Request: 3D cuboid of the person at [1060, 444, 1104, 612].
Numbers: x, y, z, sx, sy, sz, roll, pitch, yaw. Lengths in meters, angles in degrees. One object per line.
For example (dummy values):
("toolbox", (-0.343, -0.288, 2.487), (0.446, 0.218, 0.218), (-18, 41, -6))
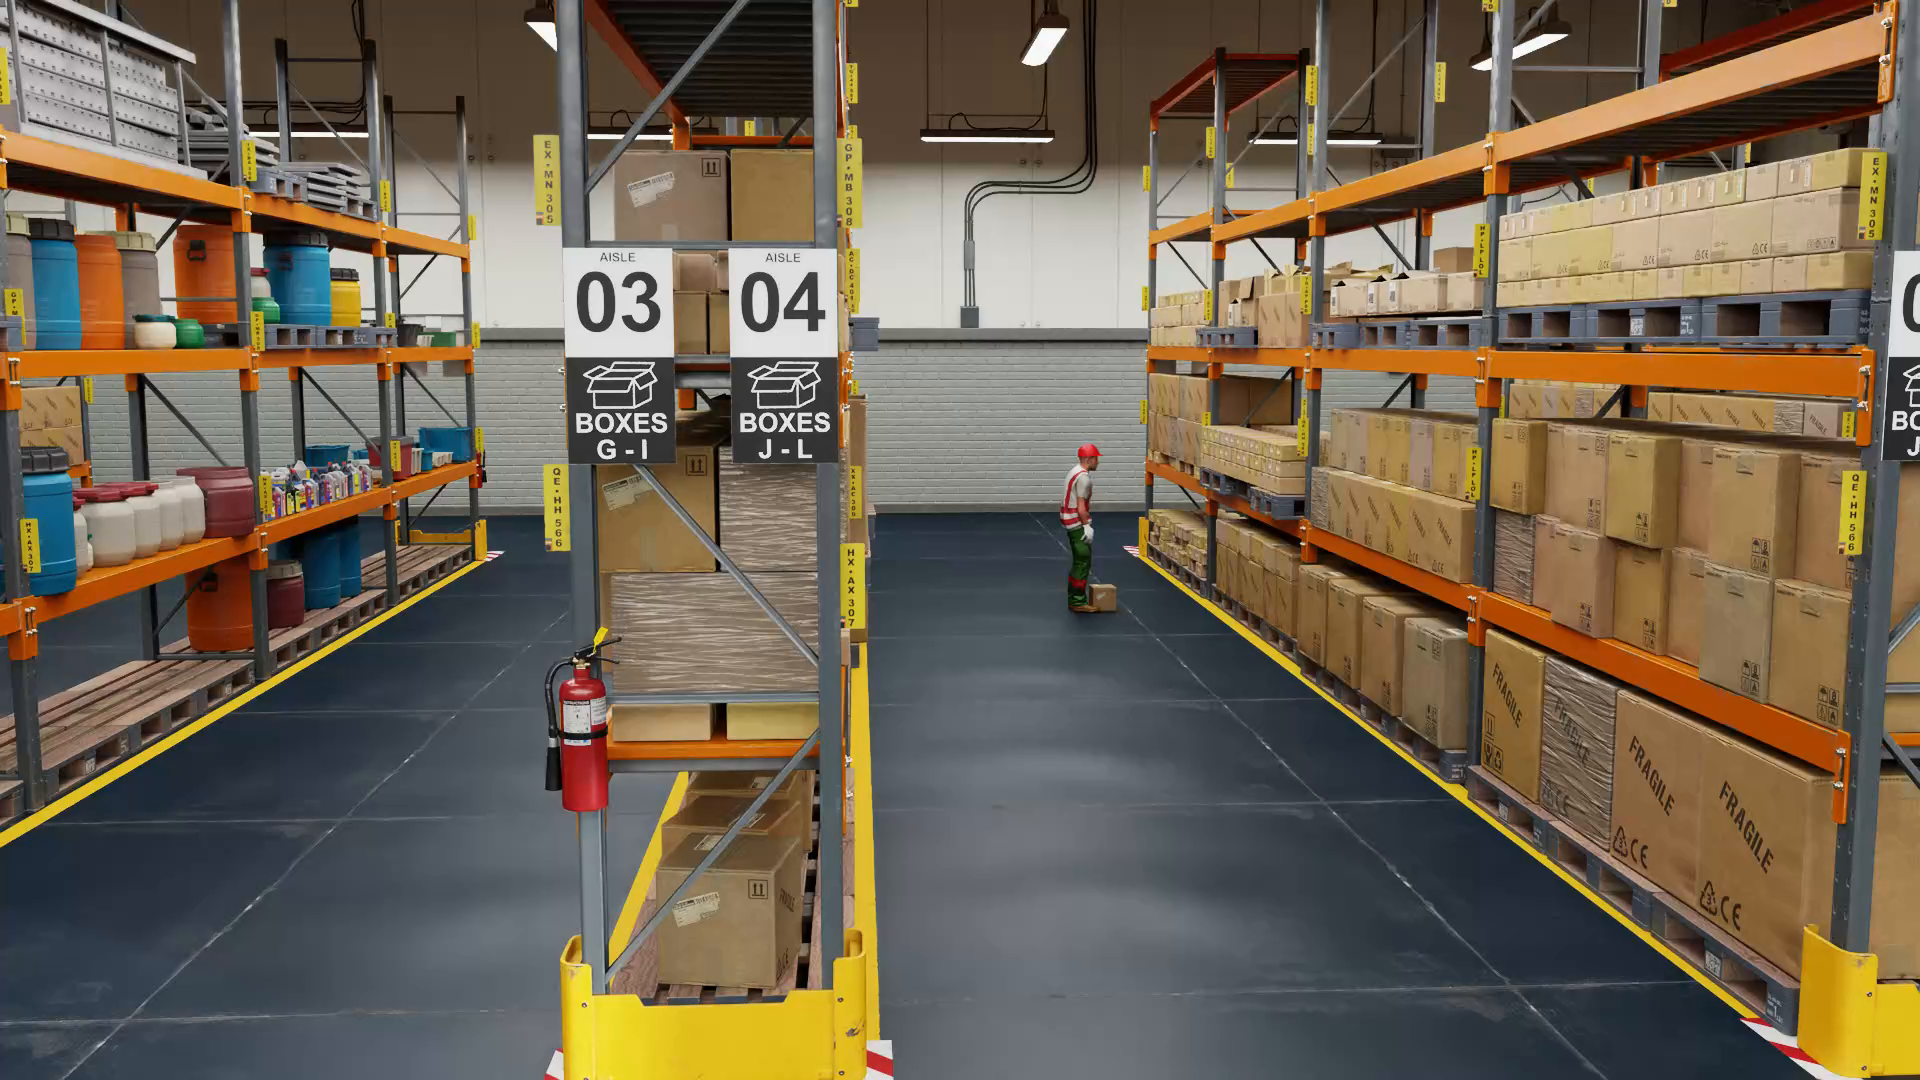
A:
("person", (1.315, -0.135, 17.815), (0.456, 1.778, 0.616), (-1, 7, -5))
